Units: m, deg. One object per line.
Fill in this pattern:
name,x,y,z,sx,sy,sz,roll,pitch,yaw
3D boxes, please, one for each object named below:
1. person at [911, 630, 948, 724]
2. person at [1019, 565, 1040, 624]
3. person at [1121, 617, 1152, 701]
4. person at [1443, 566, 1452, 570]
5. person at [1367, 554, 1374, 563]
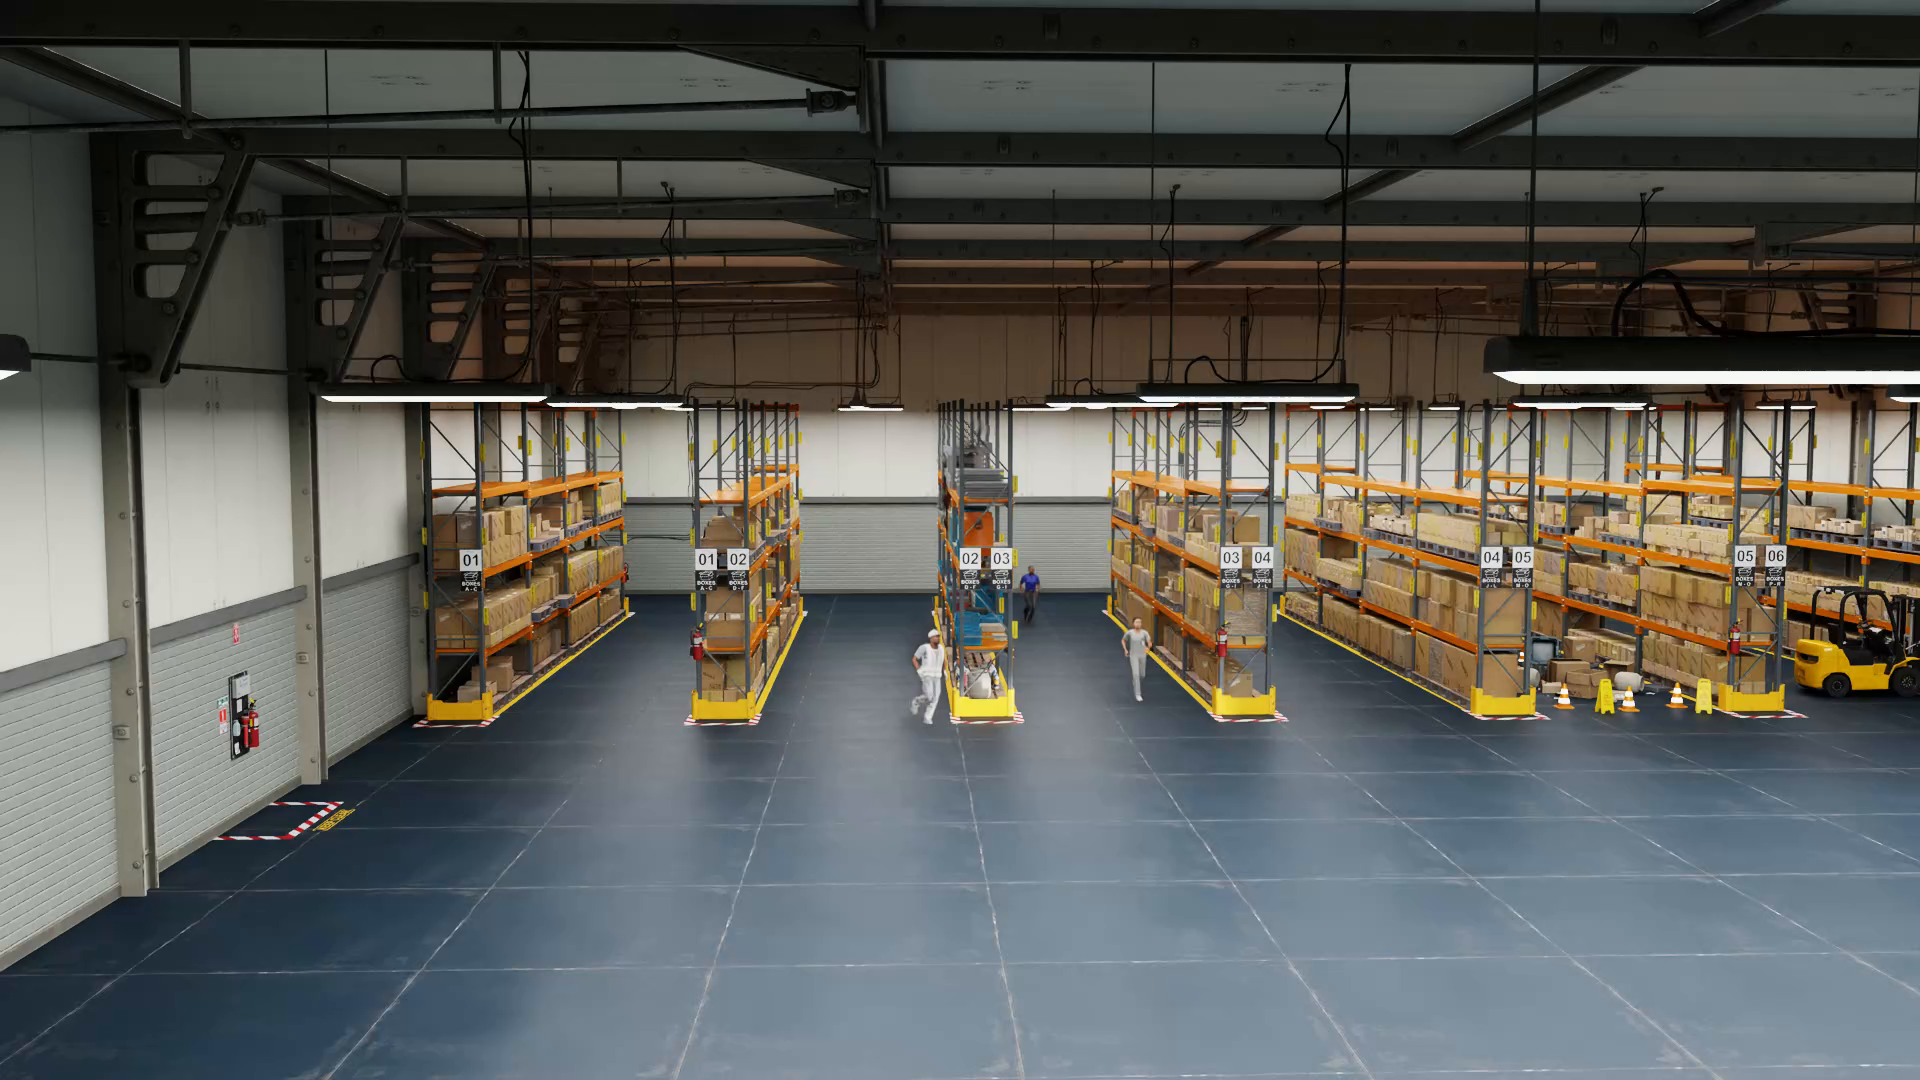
person,-0.509,2.525,30.863,0.727,1.711,0.631,-3,5,-34
person,1.924,1.492,45.221,0.562,1.610,0.589,-1,4,-13
person,3.544,2.355,33.379,0.592,1.640,0.907,0,4,-6
person,14.559,1.153,49.333,0.874,1.664,0.649,2,5,25
person,11.563,1.281,46.908,0.675,1.790,0.762,-1,5,-16
